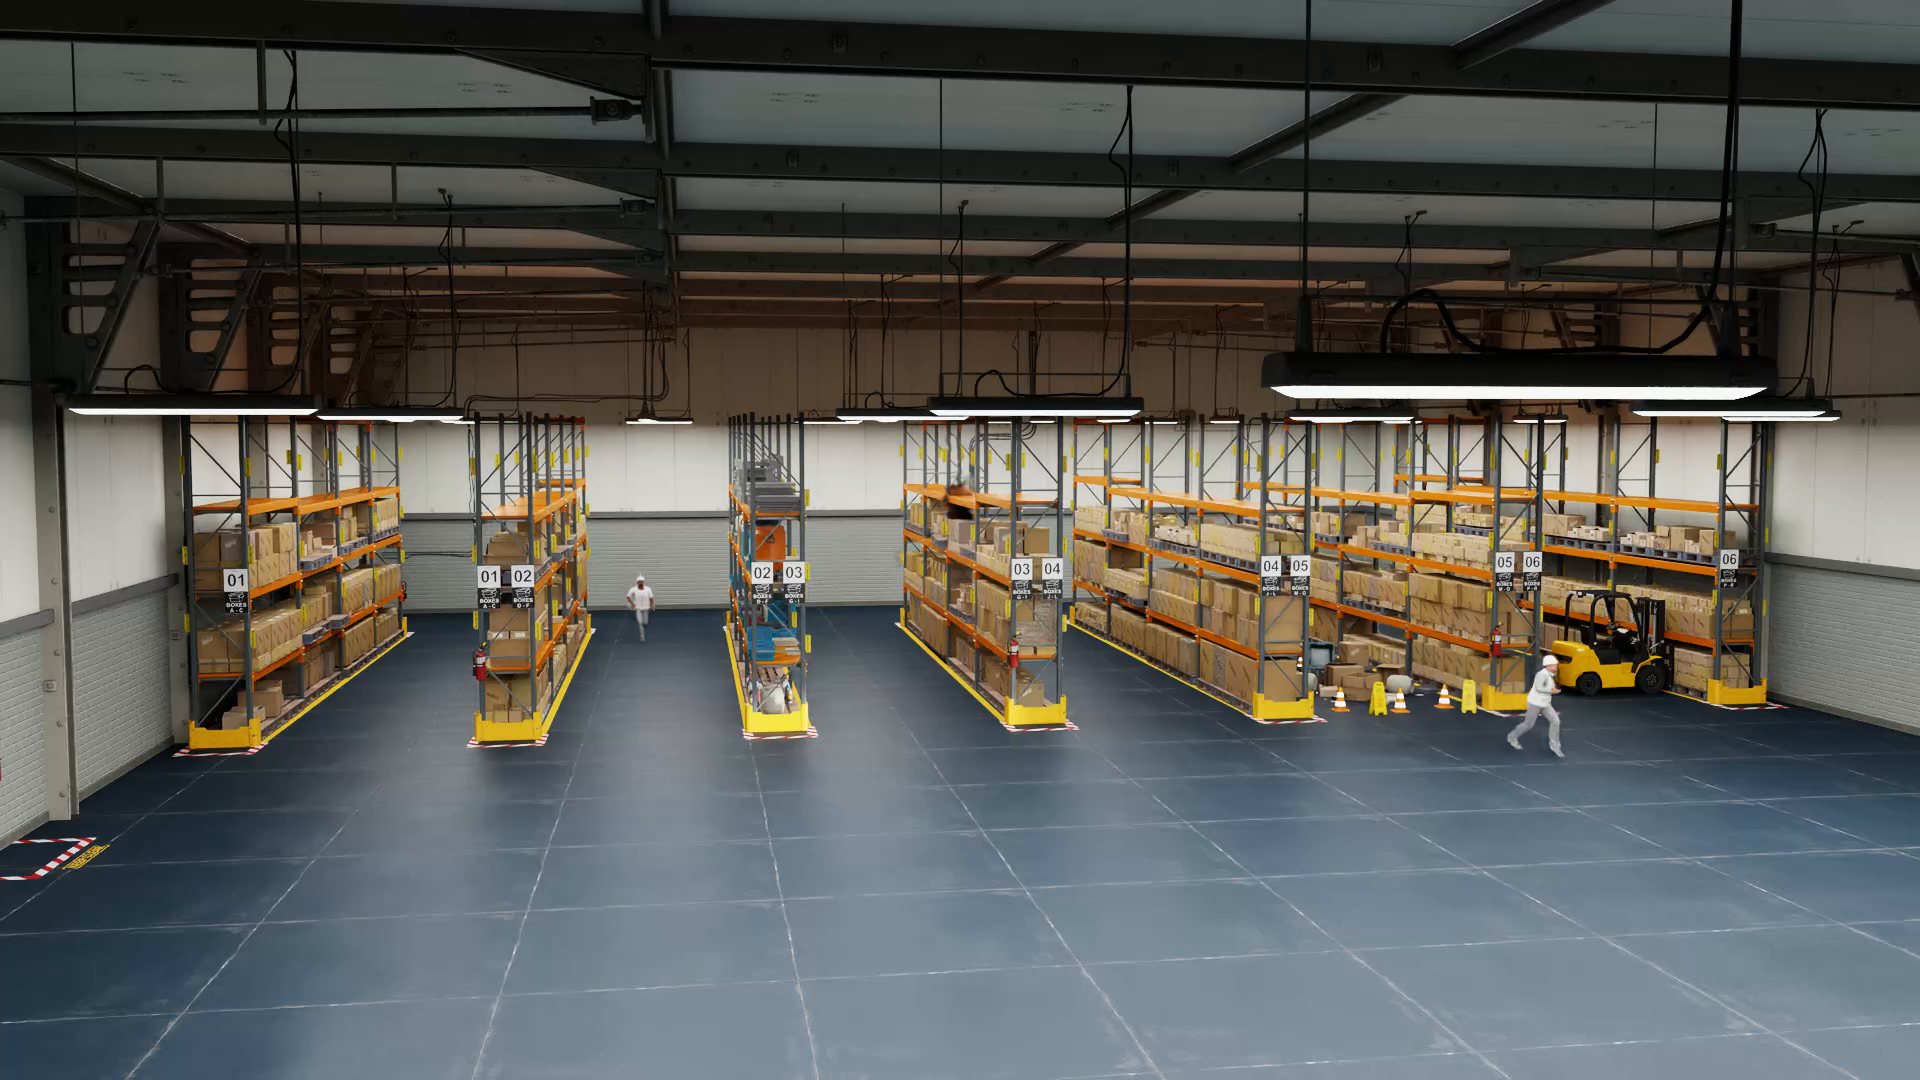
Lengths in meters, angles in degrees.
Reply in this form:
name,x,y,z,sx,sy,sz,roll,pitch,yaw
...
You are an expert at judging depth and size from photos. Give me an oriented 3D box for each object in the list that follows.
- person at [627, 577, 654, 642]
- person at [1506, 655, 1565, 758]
name,x,y,z,sx,sy,sz,roll,pitch,yaw
person,-8.564,1.839,44.581,0.701,1.734,0.692,-2,4,-22
person,10.055,2.883,29.028,1.013,1.787,0.657,4,5,43
